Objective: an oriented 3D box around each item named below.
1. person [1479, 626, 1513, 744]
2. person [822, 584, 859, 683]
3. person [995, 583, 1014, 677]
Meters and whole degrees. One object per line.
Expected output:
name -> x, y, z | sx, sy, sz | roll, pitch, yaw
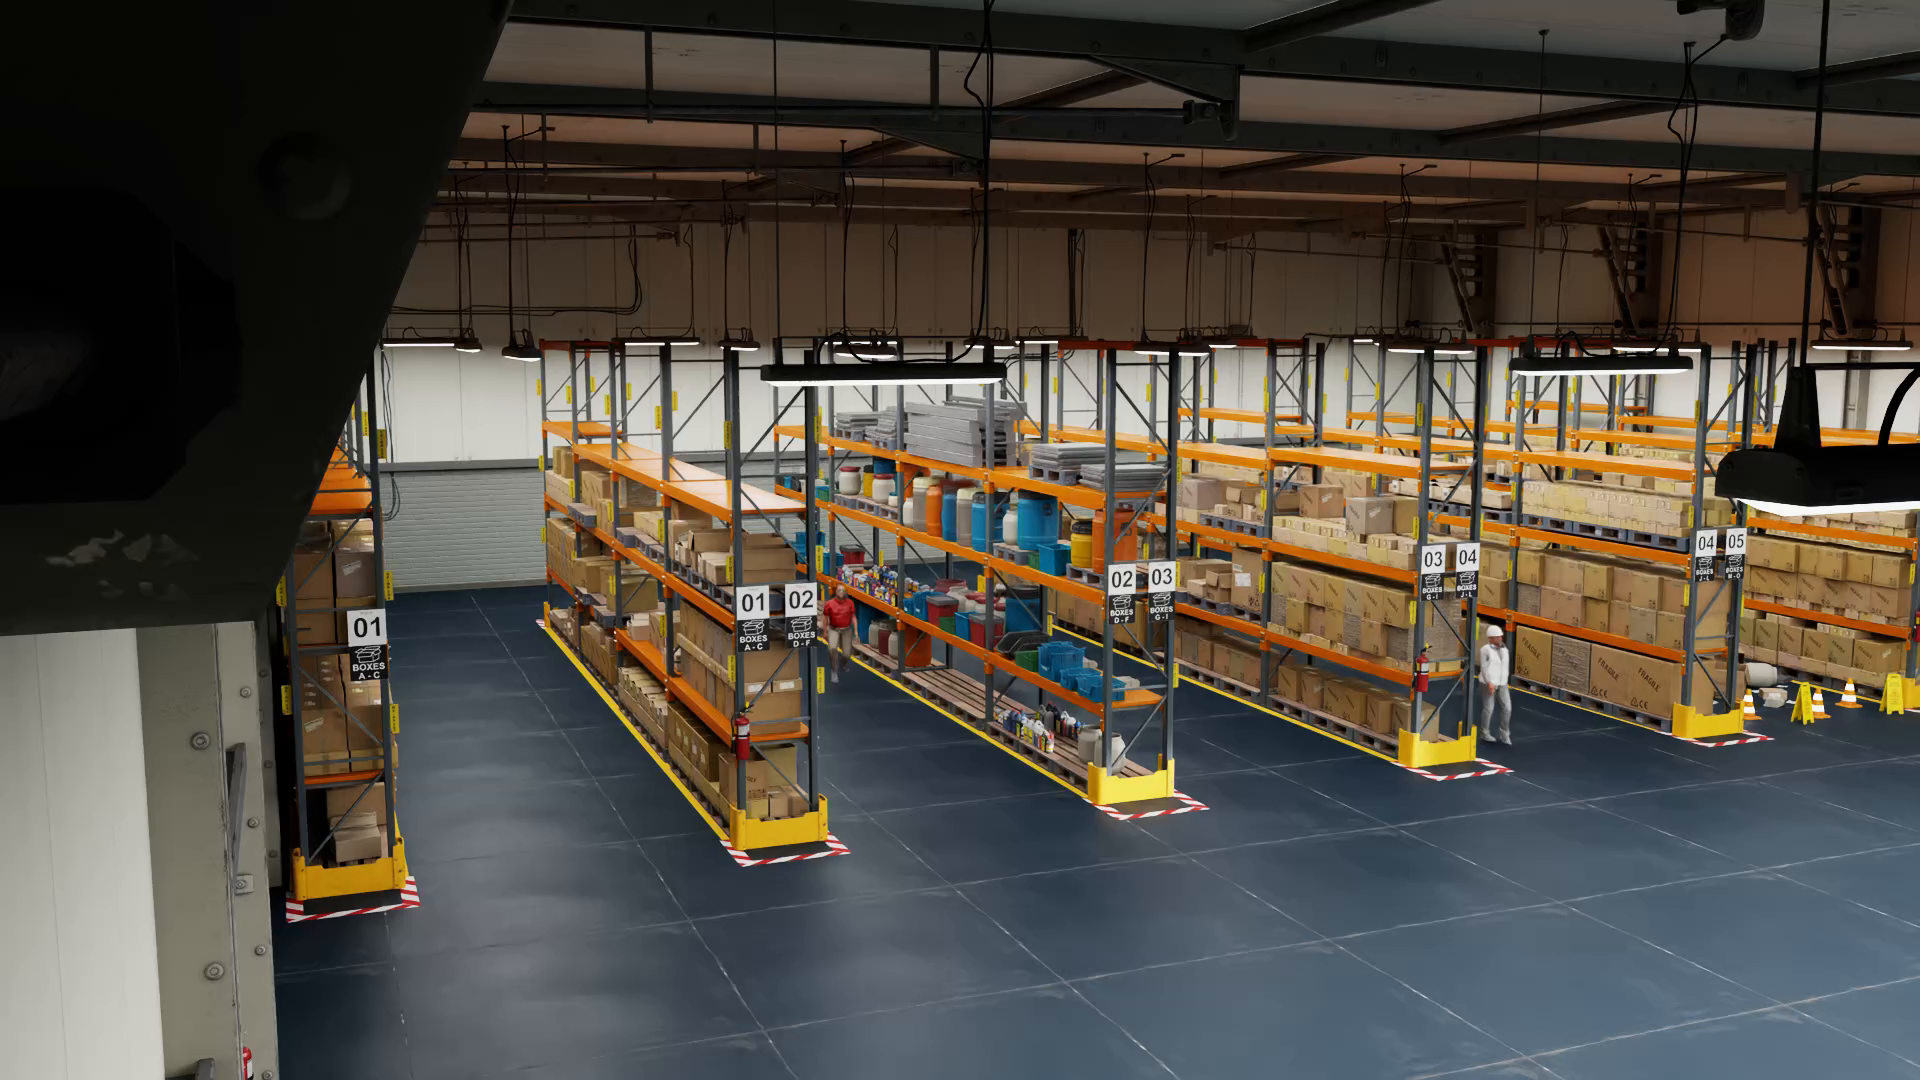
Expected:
person -> 8.105, 2.219, 25.158 | 0.546, 1.859, 0.469 | -2, 8, -16
person -> -2.063, 1.576, 28.700 | 0.591, 1.624, 0.857 | -2, 8, -12
person -> 0.763, 1.560, 29.103 | 0.503, 1.649, 0.513 | 4, 9, 29
